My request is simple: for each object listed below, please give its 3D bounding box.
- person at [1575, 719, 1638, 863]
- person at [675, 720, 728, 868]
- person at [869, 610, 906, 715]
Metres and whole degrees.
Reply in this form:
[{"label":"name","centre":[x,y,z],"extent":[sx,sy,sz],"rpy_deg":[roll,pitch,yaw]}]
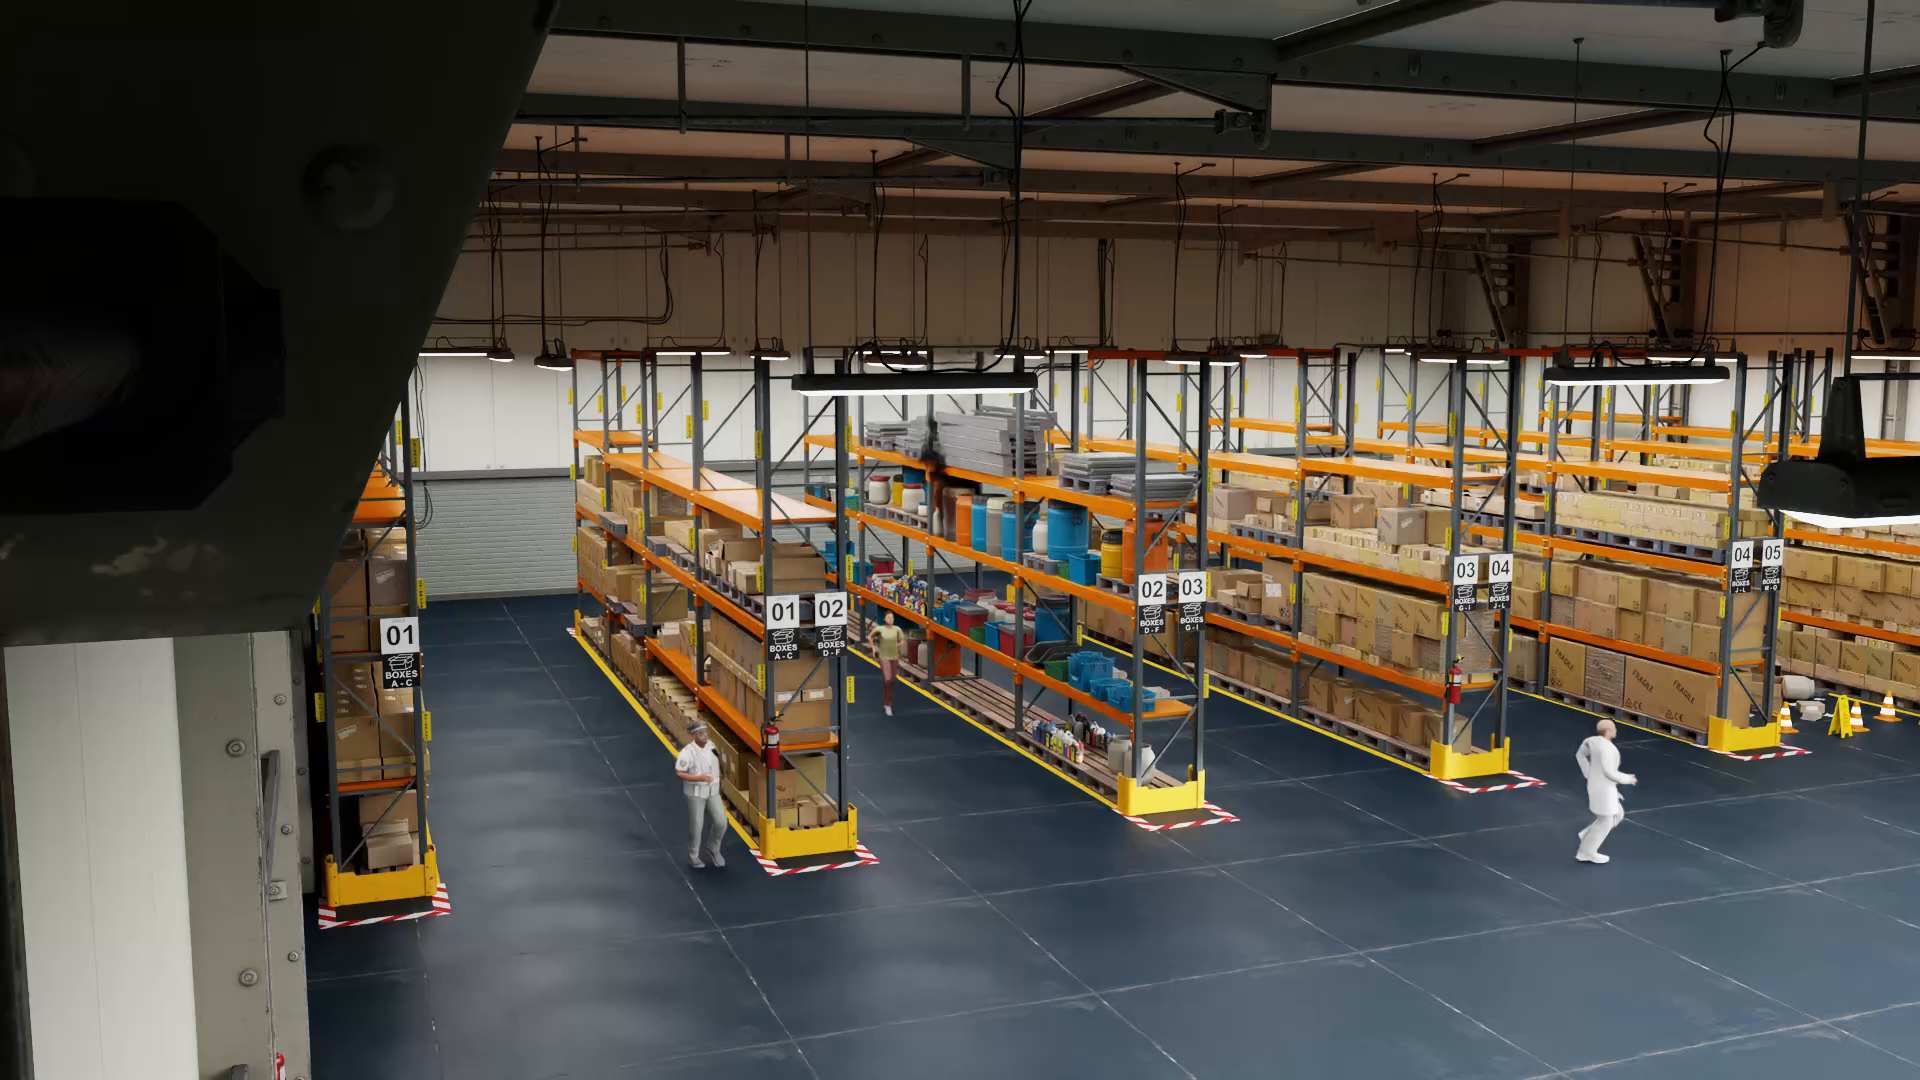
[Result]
[{"label":"person","centre":[7.735,2.999,19.879],"extent":[0.635,1.742,0.714],"rpy_deg":[1,7,6]},{"label":"person","centre":[-3.035,3.019,19.684],"extent":[0.684,1.807,0.648],"rpy_deg":[-6,9,-40]},{"label":"person","centre":[-1.200,2.033,27.909],"extent":[0.550,1.724,0.720],"rpy_deg":[-3,8,-23]}]
